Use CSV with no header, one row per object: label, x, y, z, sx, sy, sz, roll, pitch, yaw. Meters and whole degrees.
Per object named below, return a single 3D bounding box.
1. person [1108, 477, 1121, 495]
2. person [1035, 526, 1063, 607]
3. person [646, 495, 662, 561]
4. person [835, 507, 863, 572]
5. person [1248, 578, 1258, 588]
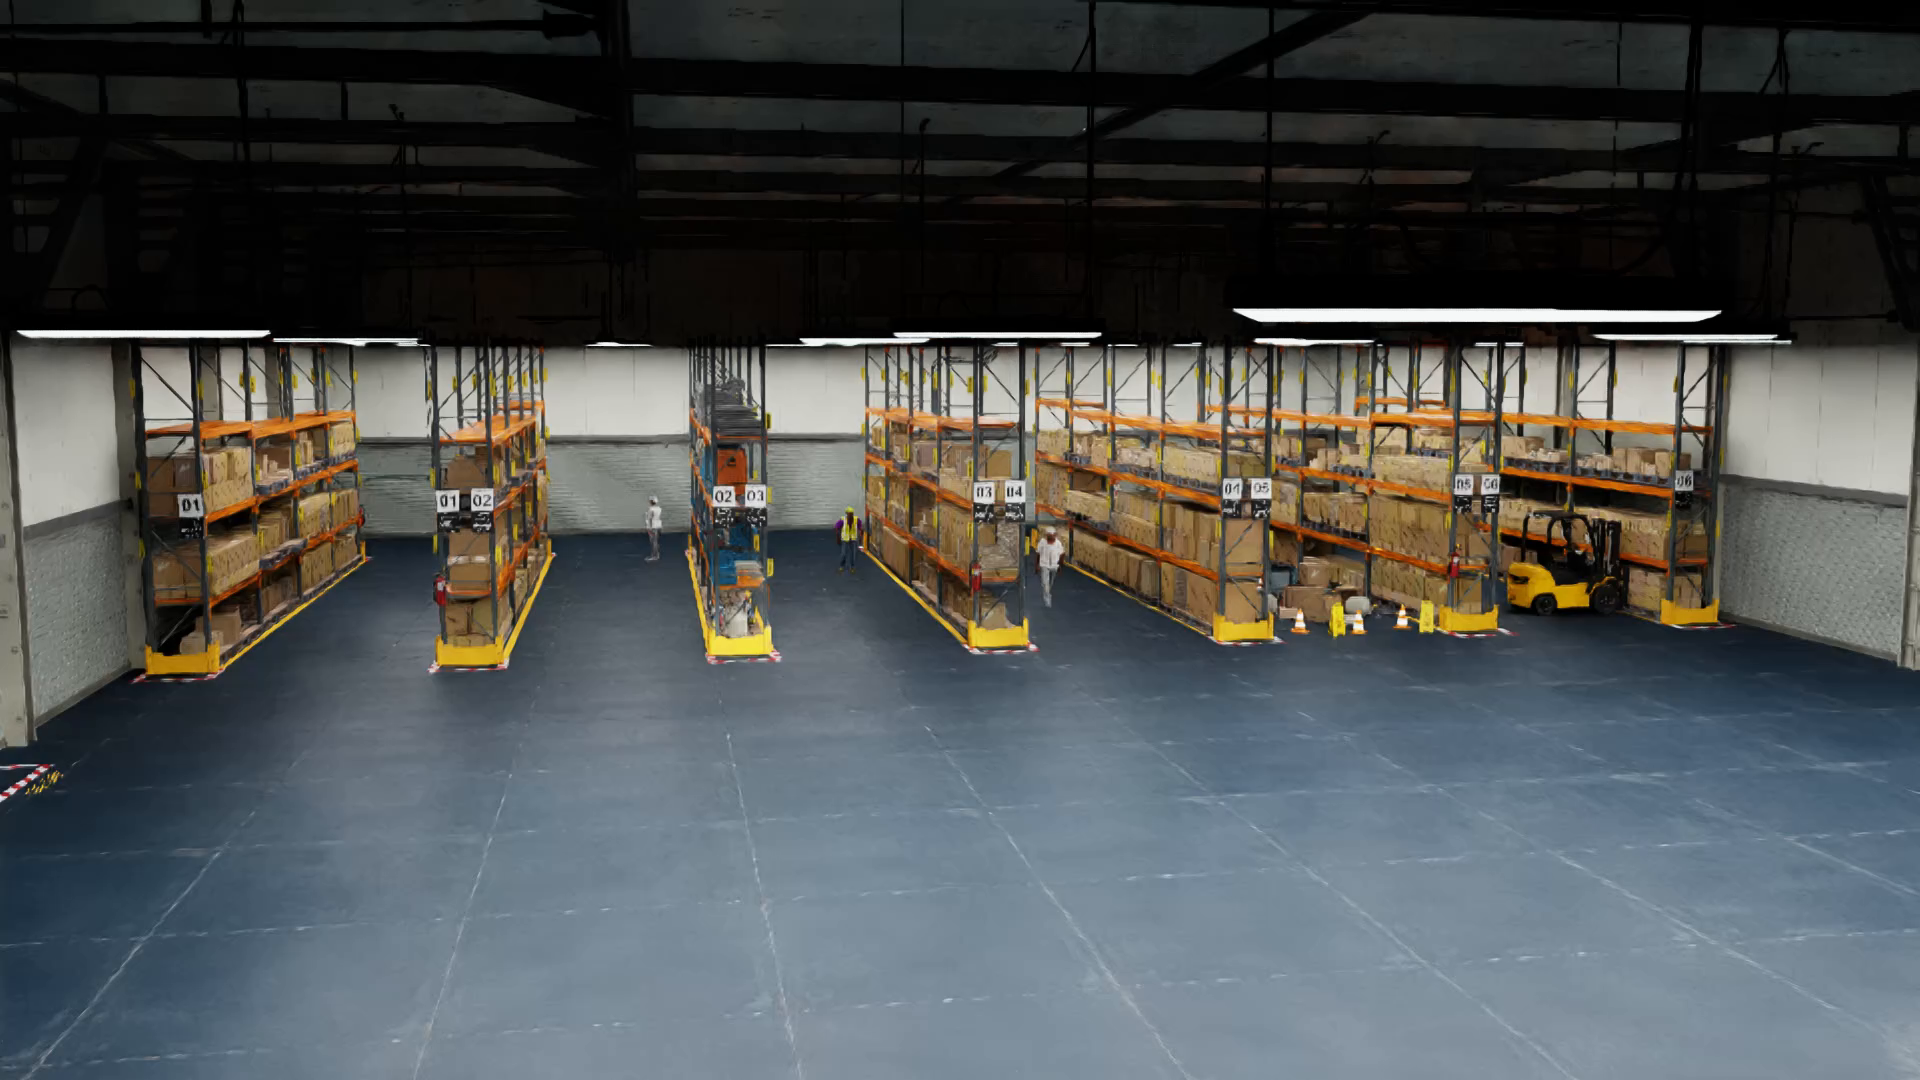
person,4.756,-1.138,52.171,0.534,1.779,0.733,6,9,41
person,1.921,0.547,35.341,0.575,1.689,1.120,-1,7,-13
person,-8.335,-0.359,45.045,0.494,1.712,0.578,2,7,21
person,-2.855,-0.013,42.734,0.719,1.714,0.578,-1,7,-12
person,6.885,0.319,39.823,0.564,1.666,0.563,2,7,18
